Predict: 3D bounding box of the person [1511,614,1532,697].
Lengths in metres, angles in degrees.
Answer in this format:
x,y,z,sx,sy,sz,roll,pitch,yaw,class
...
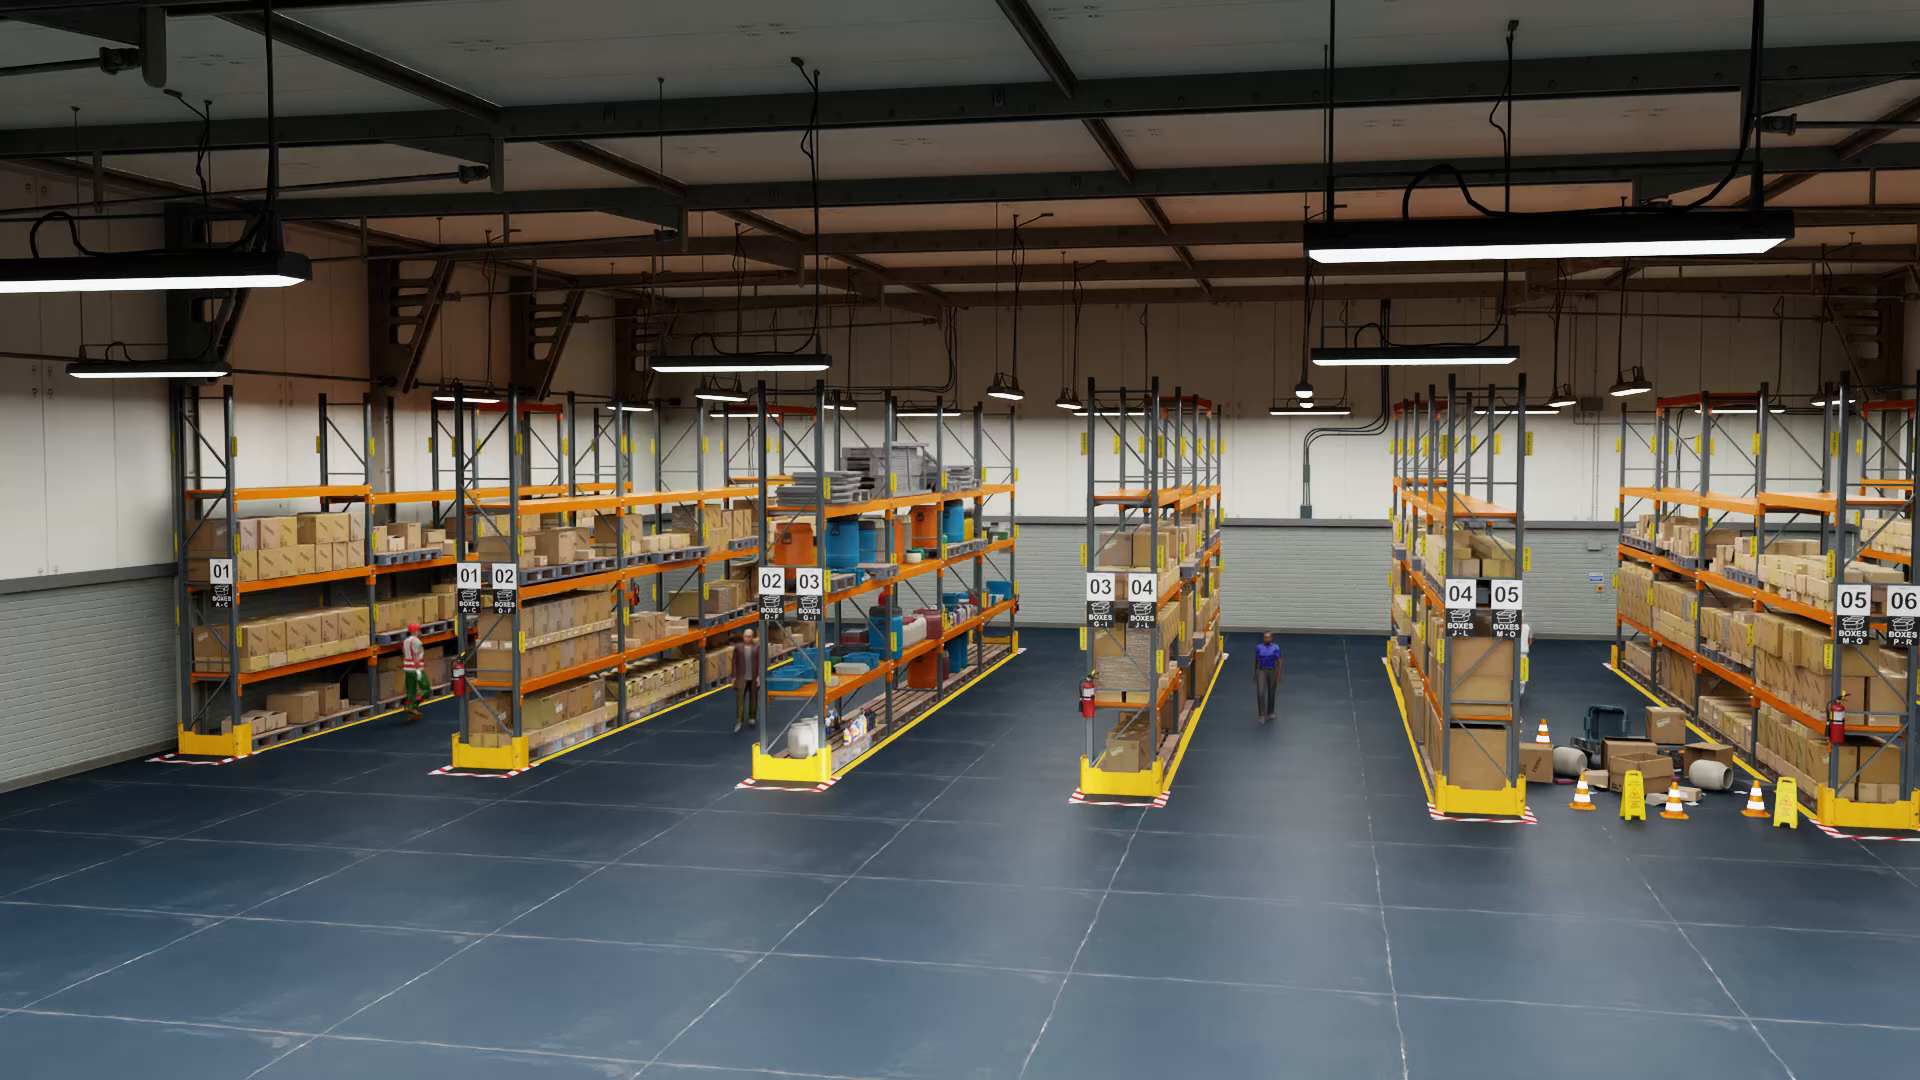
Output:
x,y,z,sx,sy,sz,roll,pitch,yaw,class
11.218,2.278,33.374,0.605,1.725,0.757,0,3,0,person

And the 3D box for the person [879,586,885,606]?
x,y,z,sx,sy,sz,roll,pitch,yaw,class
-1.831,1.875,40.397,0.714,1.713,0.617,-1,3,-15,person

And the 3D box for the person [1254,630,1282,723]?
x,y,z,sx,sy,sz,roll,pitch,yaw,class
5.619,2.483,30.371,0.506,1.677,0.647,1,3,16,person

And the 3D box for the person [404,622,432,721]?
x,y,z,sx,sy,sz,roll,pitch,yaw,class
-9.996,2.397,30.446,0.562,1.777,0.469,2,4,29,person

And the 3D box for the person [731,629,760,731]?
x,y,z,sx,sy,sz,roll,pitch,yaw,class
-3.765,2.458,29.555,0.589,1.740,0.974,-1,3,-13,person
